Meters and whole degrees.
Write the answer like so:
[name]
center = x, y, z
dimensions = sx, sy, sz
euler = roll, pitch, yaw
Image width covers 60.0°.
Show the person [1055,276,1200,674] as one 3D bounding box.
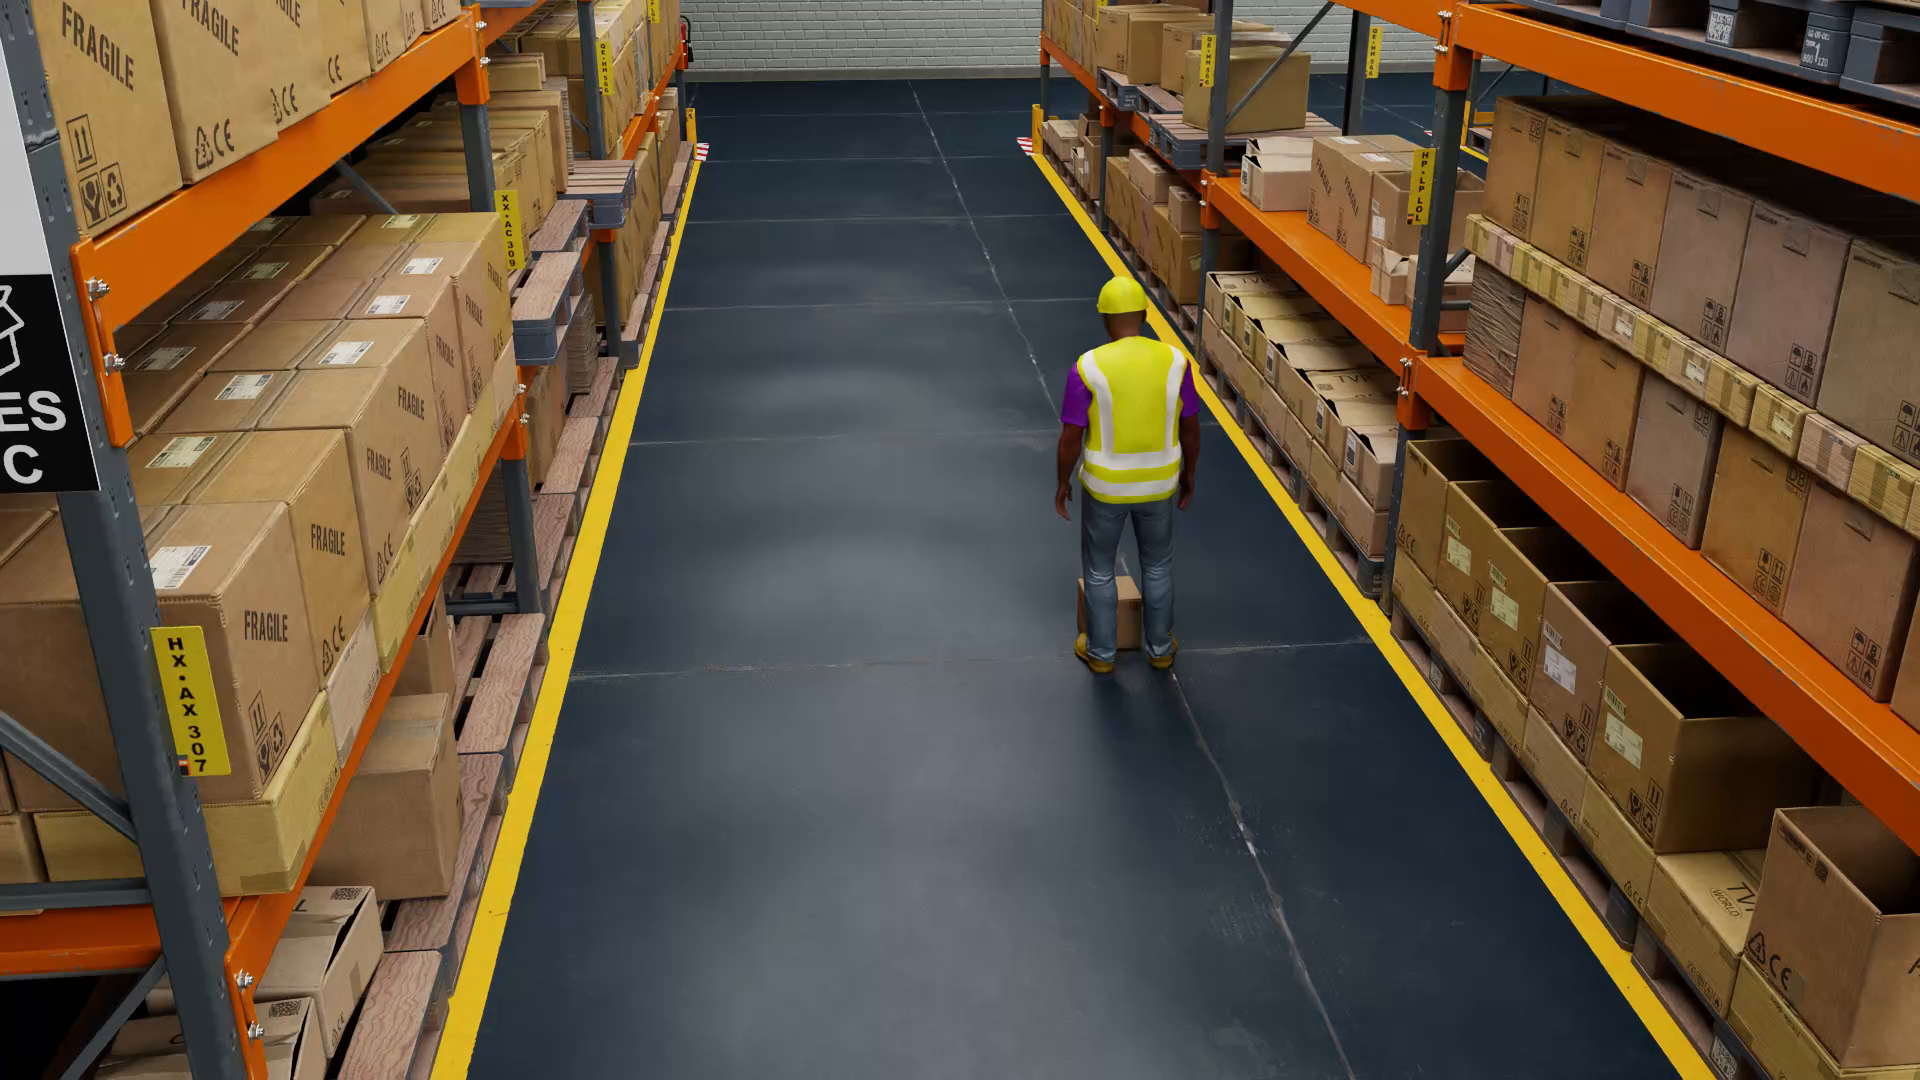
[person]
center = 0.716, -0.263, 7.182
dimensions = 0.632, 1.759, 0.461
euler = -4, 24, -8
